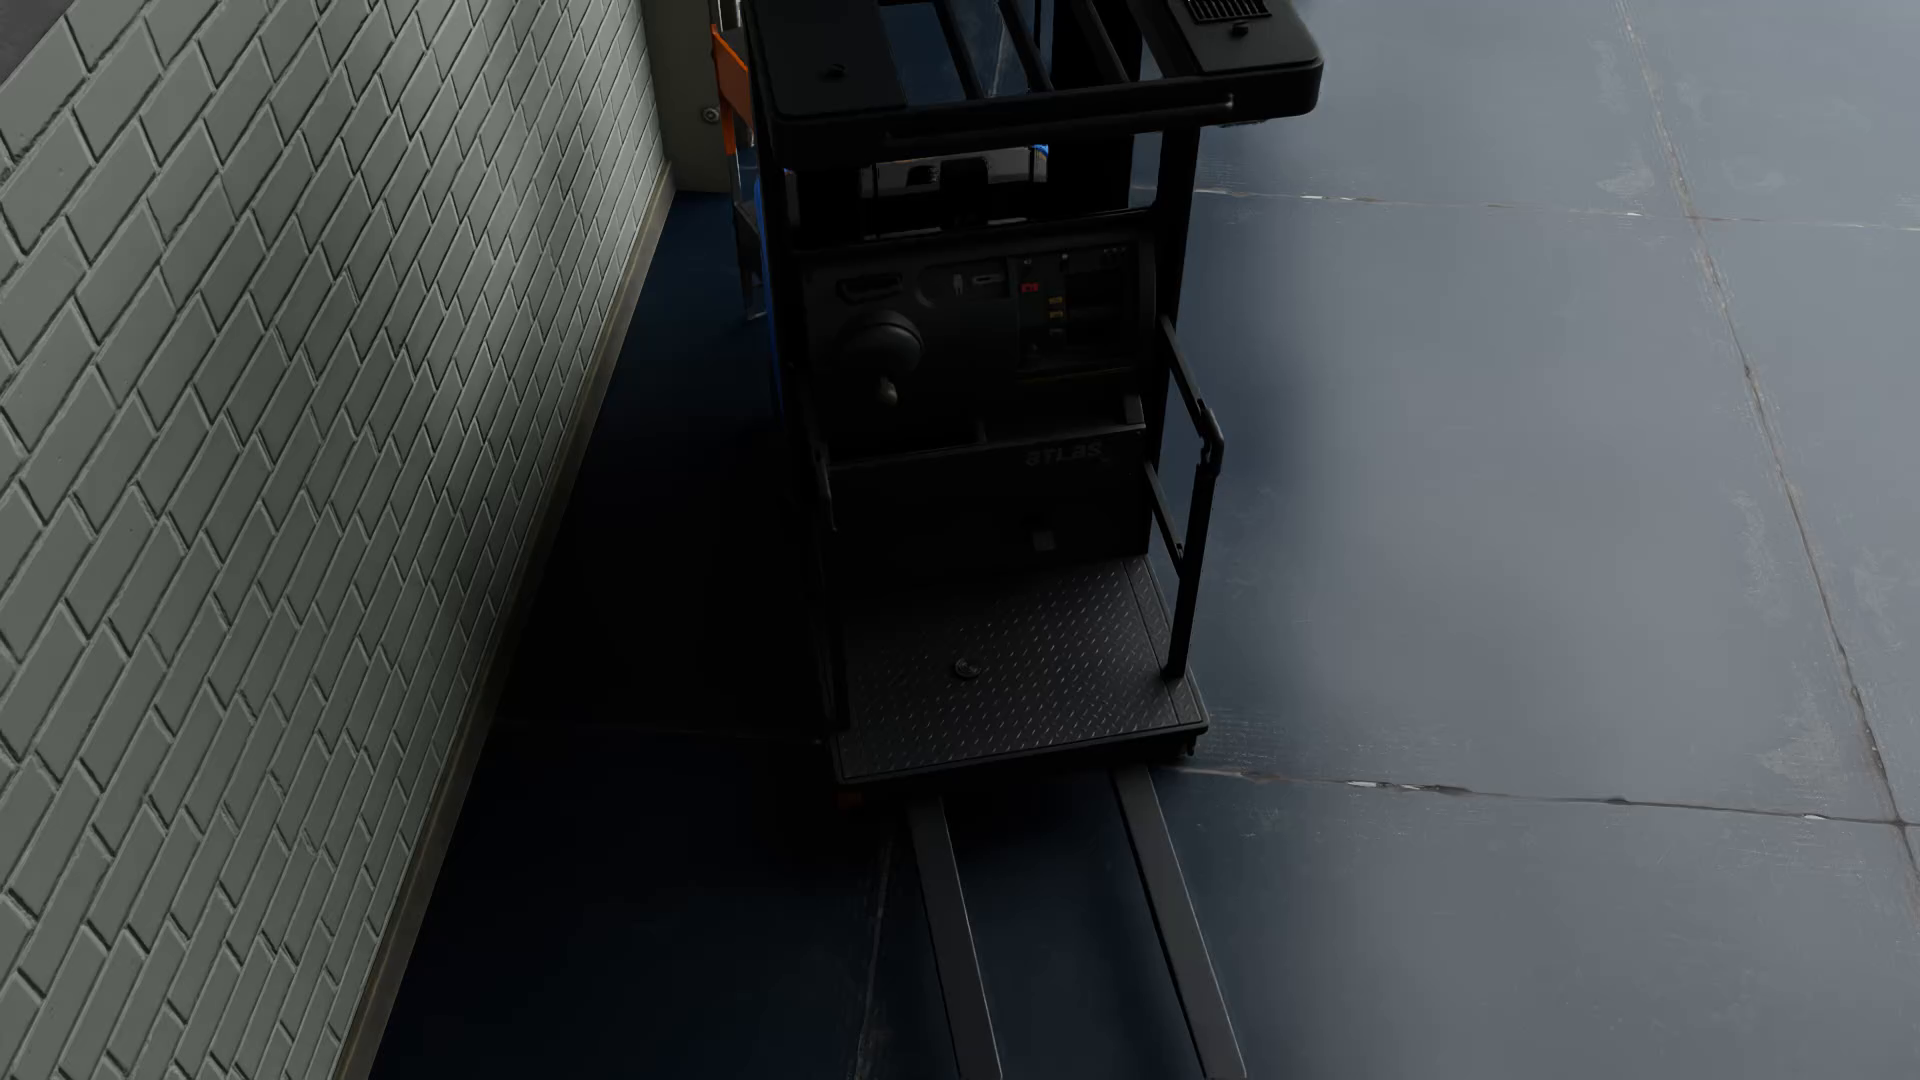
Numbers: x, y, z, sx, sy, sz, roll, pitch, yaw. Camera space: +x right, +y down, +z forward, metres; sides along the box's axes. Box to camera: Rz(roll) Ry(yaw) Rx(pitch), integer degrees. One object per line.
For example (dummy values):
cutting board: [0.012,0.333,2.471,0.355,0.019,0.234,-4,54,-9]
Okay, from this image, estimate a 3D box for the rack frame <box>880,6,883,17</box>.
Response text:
rack frame: [-0.424,-1.329,5.542,0.400,2.100,0.015,-23,51,-19]

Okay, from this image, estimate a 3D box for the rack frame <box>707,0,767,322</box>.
rack frame: [-0.664,-1.643,5.829,0.400,2.100,0.015,-23,51,-19]

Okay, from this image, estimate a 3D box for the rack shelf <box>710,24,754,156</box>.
rack shelf: [-0.544,-1.477,5.696,0.431,0.518,0.480,-23,51,-19]

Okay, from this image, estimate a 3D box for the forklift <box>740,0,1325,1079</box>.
forklift: [0.099,-0.483,4.205,1.130,2.935,3.031,-8,48,-7]

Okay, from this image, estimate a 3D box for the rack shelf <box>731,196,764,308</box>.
rack shelf: [-0.543,-1.005,6.213,0.431,0.518,0.480,-23,51,-19]

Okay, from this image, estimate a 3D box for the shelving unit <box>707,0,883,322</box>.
shelving unit: [-0.544,-1.486,5.686,0.431,2.100,0.503,-23,51,-19]

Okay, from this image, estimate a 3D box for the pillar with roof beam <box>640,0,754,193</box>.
pillar with roof beam: [3.205,-4.385,3.662,9.100,9.000,0.400,4,48,4]
